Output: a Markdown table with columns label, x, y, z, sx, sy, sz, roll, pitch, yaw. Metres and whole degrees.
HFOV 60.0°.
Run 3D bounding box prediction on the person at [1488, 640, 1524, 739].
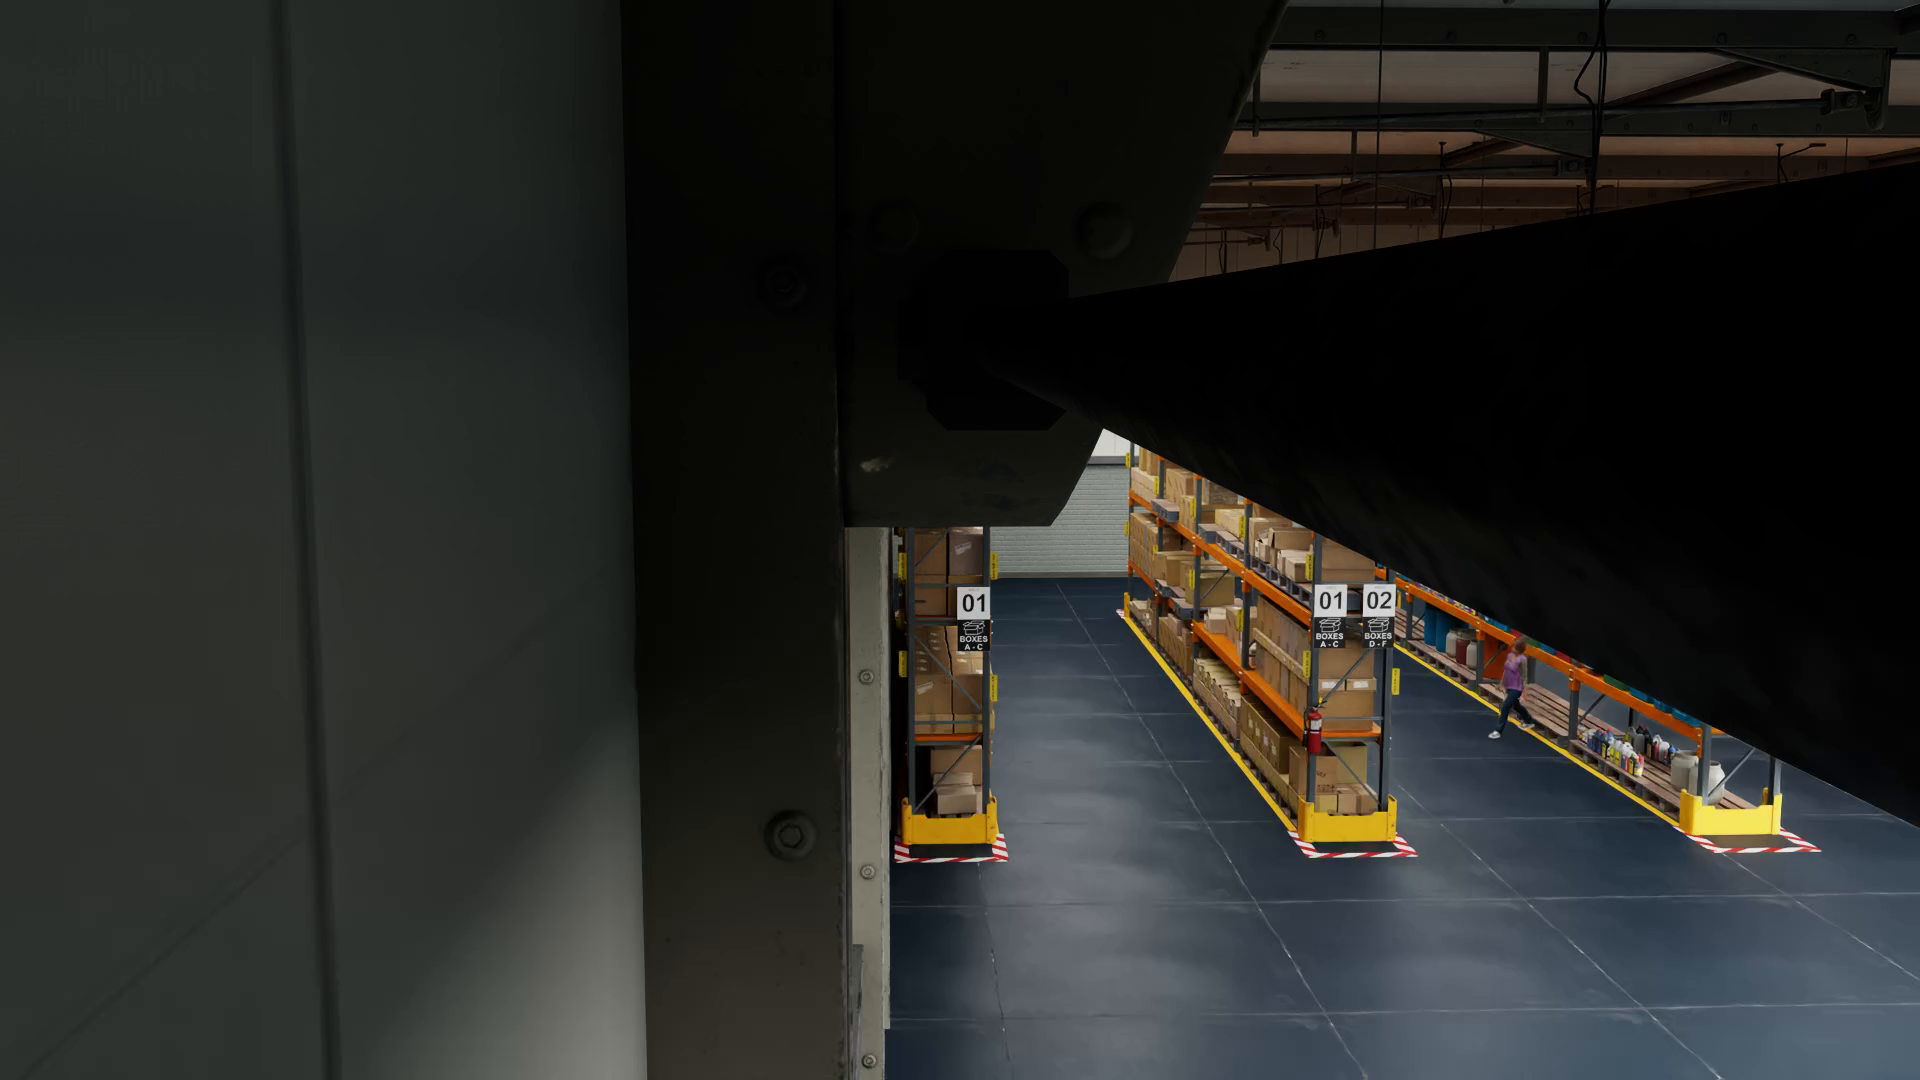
| label | x | y | z | sx | sy | sz | roll | pitch | yaw |
| --- | --- | --- | --- | --- | --- | --- | --- | --- | --- |
| person | 8.466 | 2.279 | 25.582 | 0.723 | 1.558 | 0.459 | -4 | 8 | -29 |
